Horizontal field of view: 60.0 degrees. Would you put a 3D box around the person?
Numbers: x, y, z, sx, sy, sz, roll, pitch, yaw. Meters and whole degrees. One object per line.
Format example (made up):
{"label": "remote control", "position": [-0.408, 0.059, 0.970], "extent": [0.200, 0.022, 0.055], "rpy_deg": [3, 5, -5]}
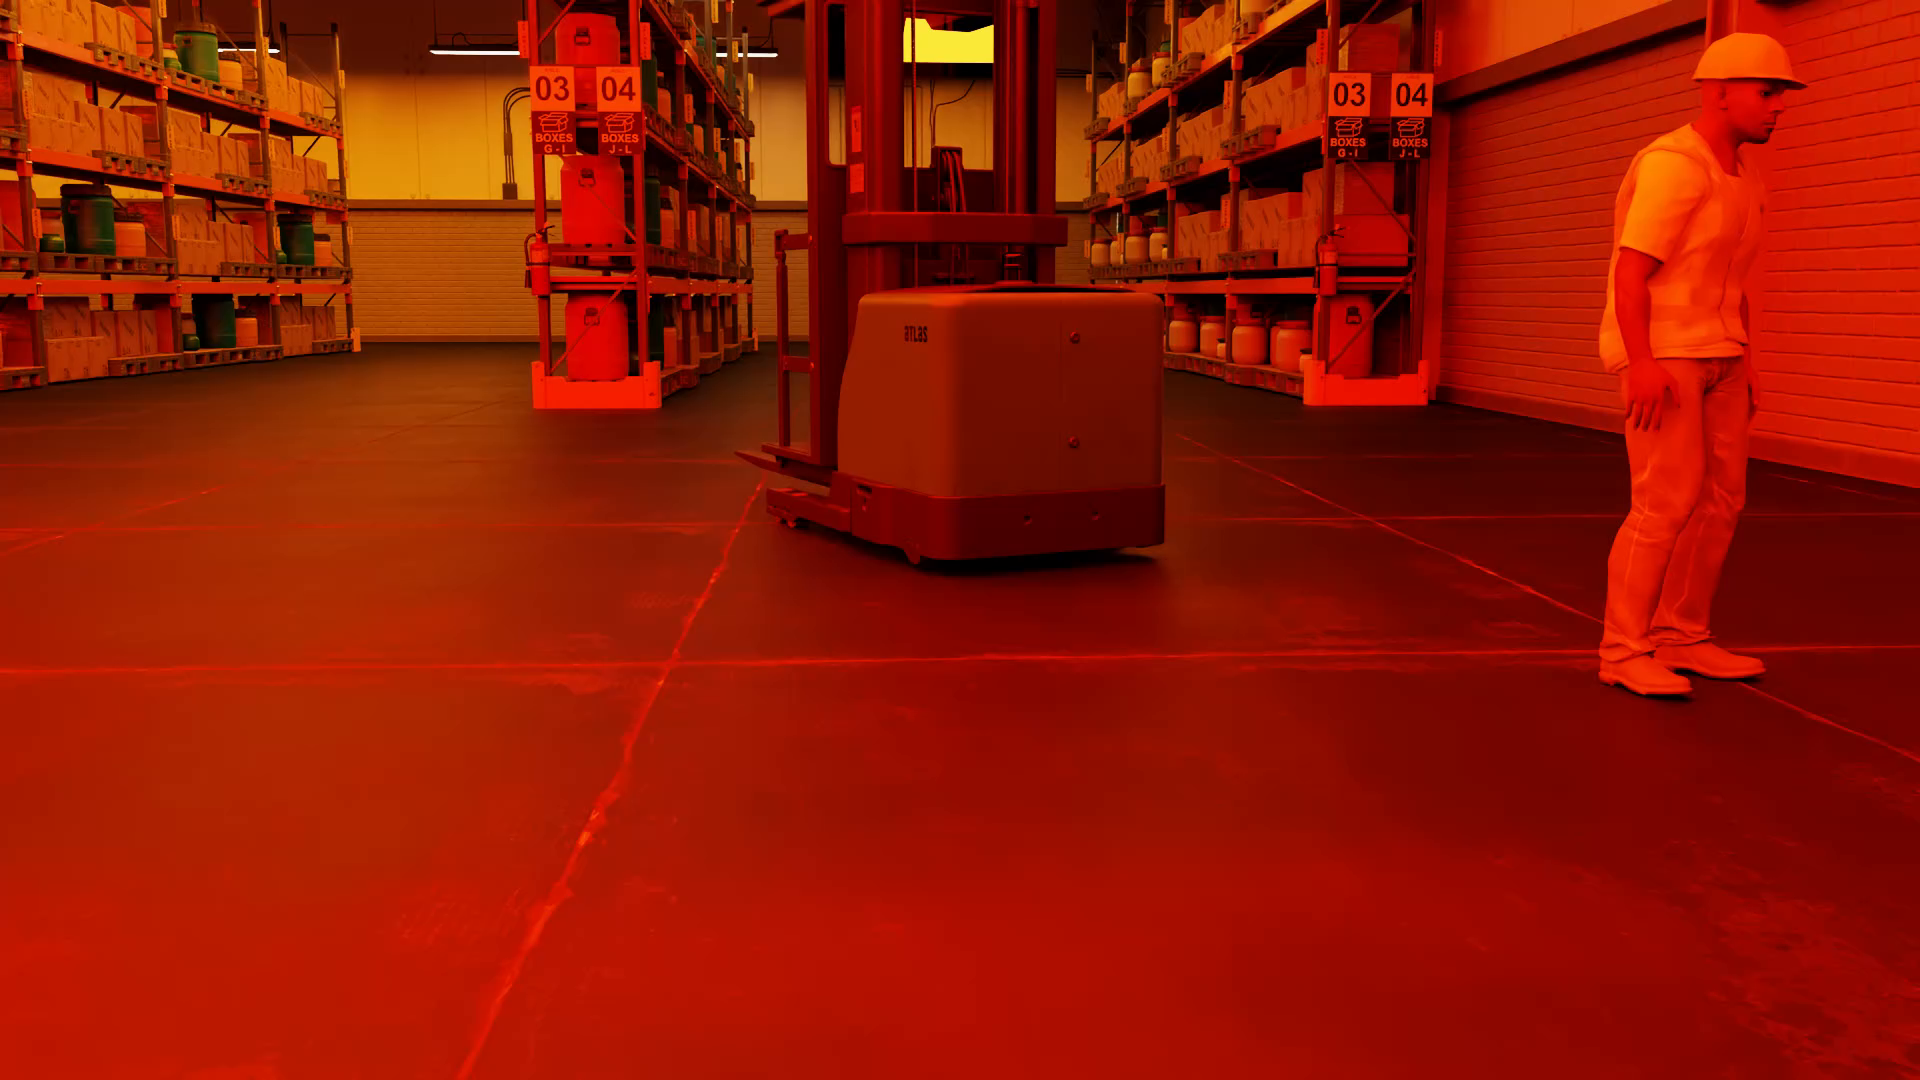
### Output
{"label": "person", "position": [2.015, -0.479, 4.559], "extent": [0.629, 1.759, 0.461], "rpy_deg": [-7, 11, -38]}

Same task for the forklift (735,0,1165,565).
{"label": "forklift", "position": [-0.264, -1.530, 7.637], "extent": [1.130, 2.935, 3.031], "rpy_deg": [-4, 9, -25]}
